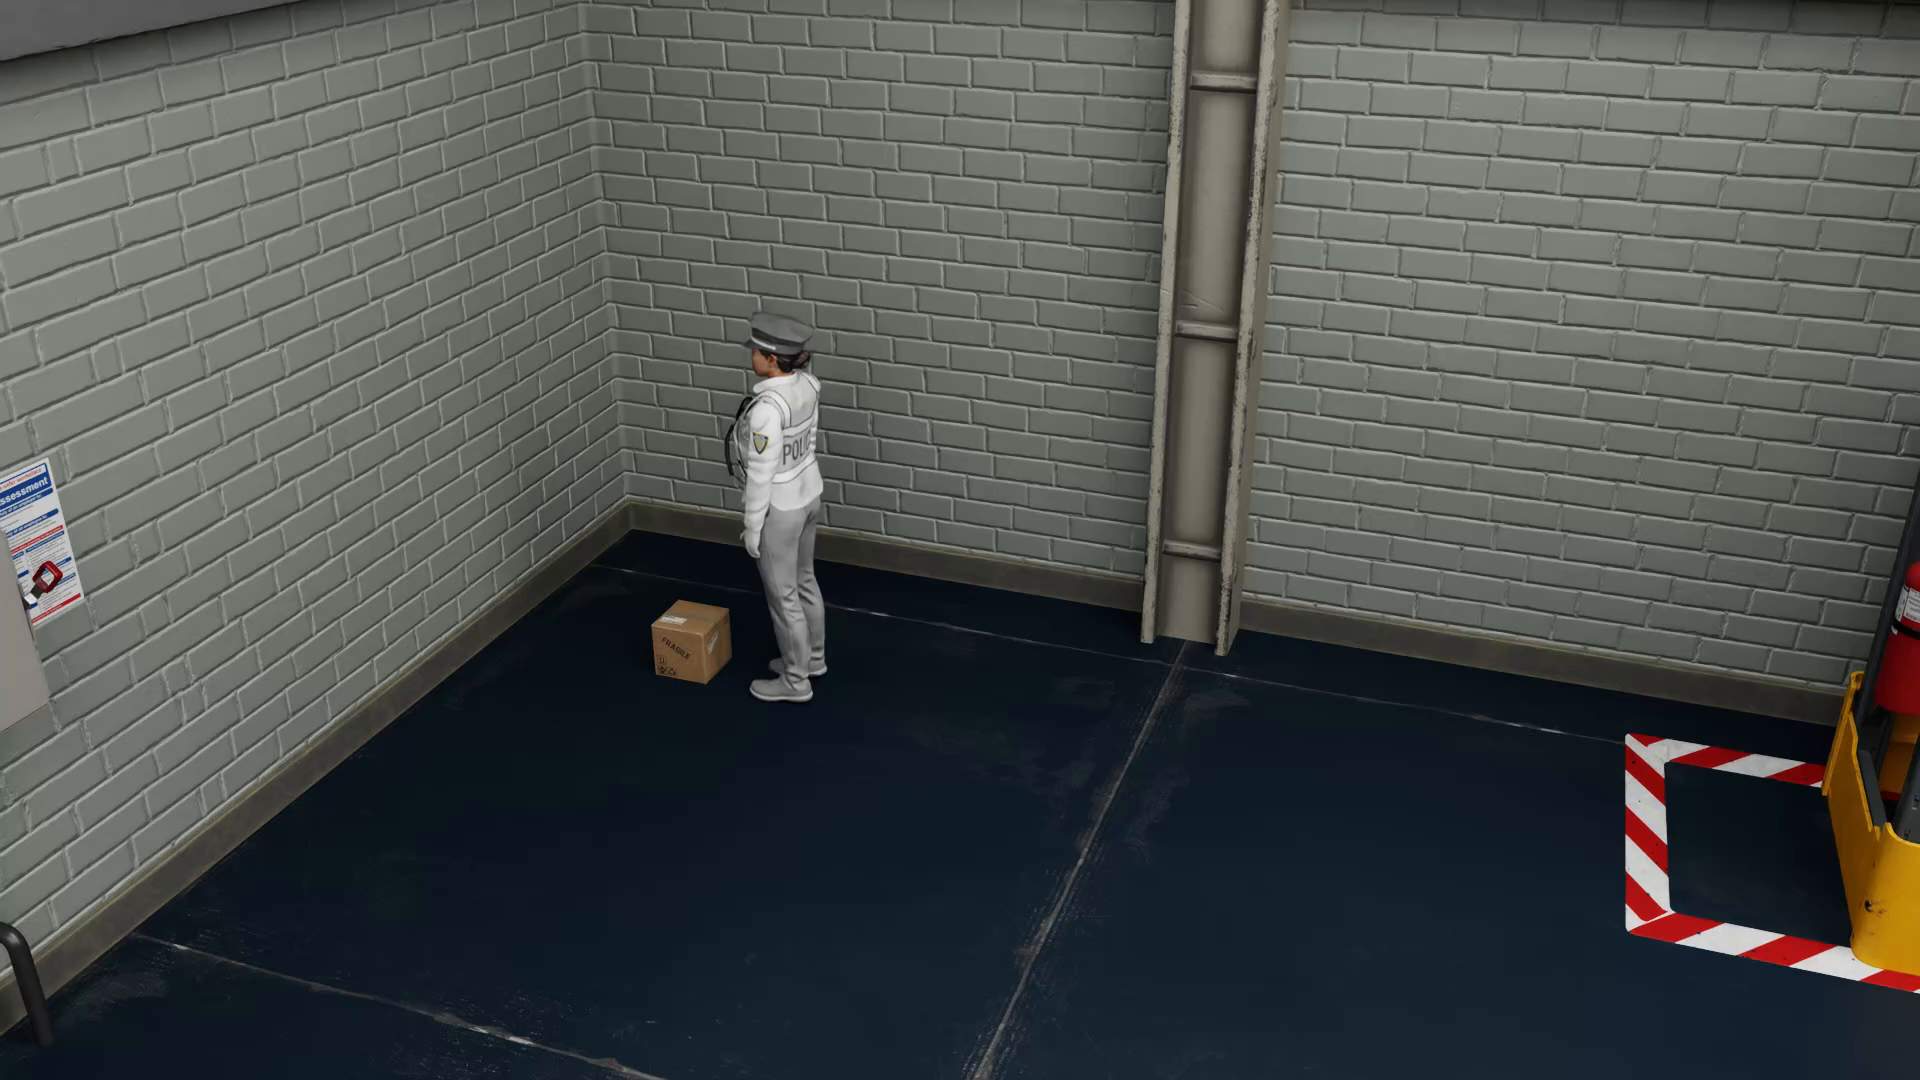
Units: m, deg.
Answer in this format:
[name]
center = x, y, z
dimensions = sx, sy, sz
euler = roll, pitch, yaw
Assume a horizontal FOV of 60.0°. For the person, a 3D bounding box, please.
[person]
center = -0.744, -0.115, 6.846
dimensions = 0.337, 1.708, 0.473
euler = 9, 27, 18
